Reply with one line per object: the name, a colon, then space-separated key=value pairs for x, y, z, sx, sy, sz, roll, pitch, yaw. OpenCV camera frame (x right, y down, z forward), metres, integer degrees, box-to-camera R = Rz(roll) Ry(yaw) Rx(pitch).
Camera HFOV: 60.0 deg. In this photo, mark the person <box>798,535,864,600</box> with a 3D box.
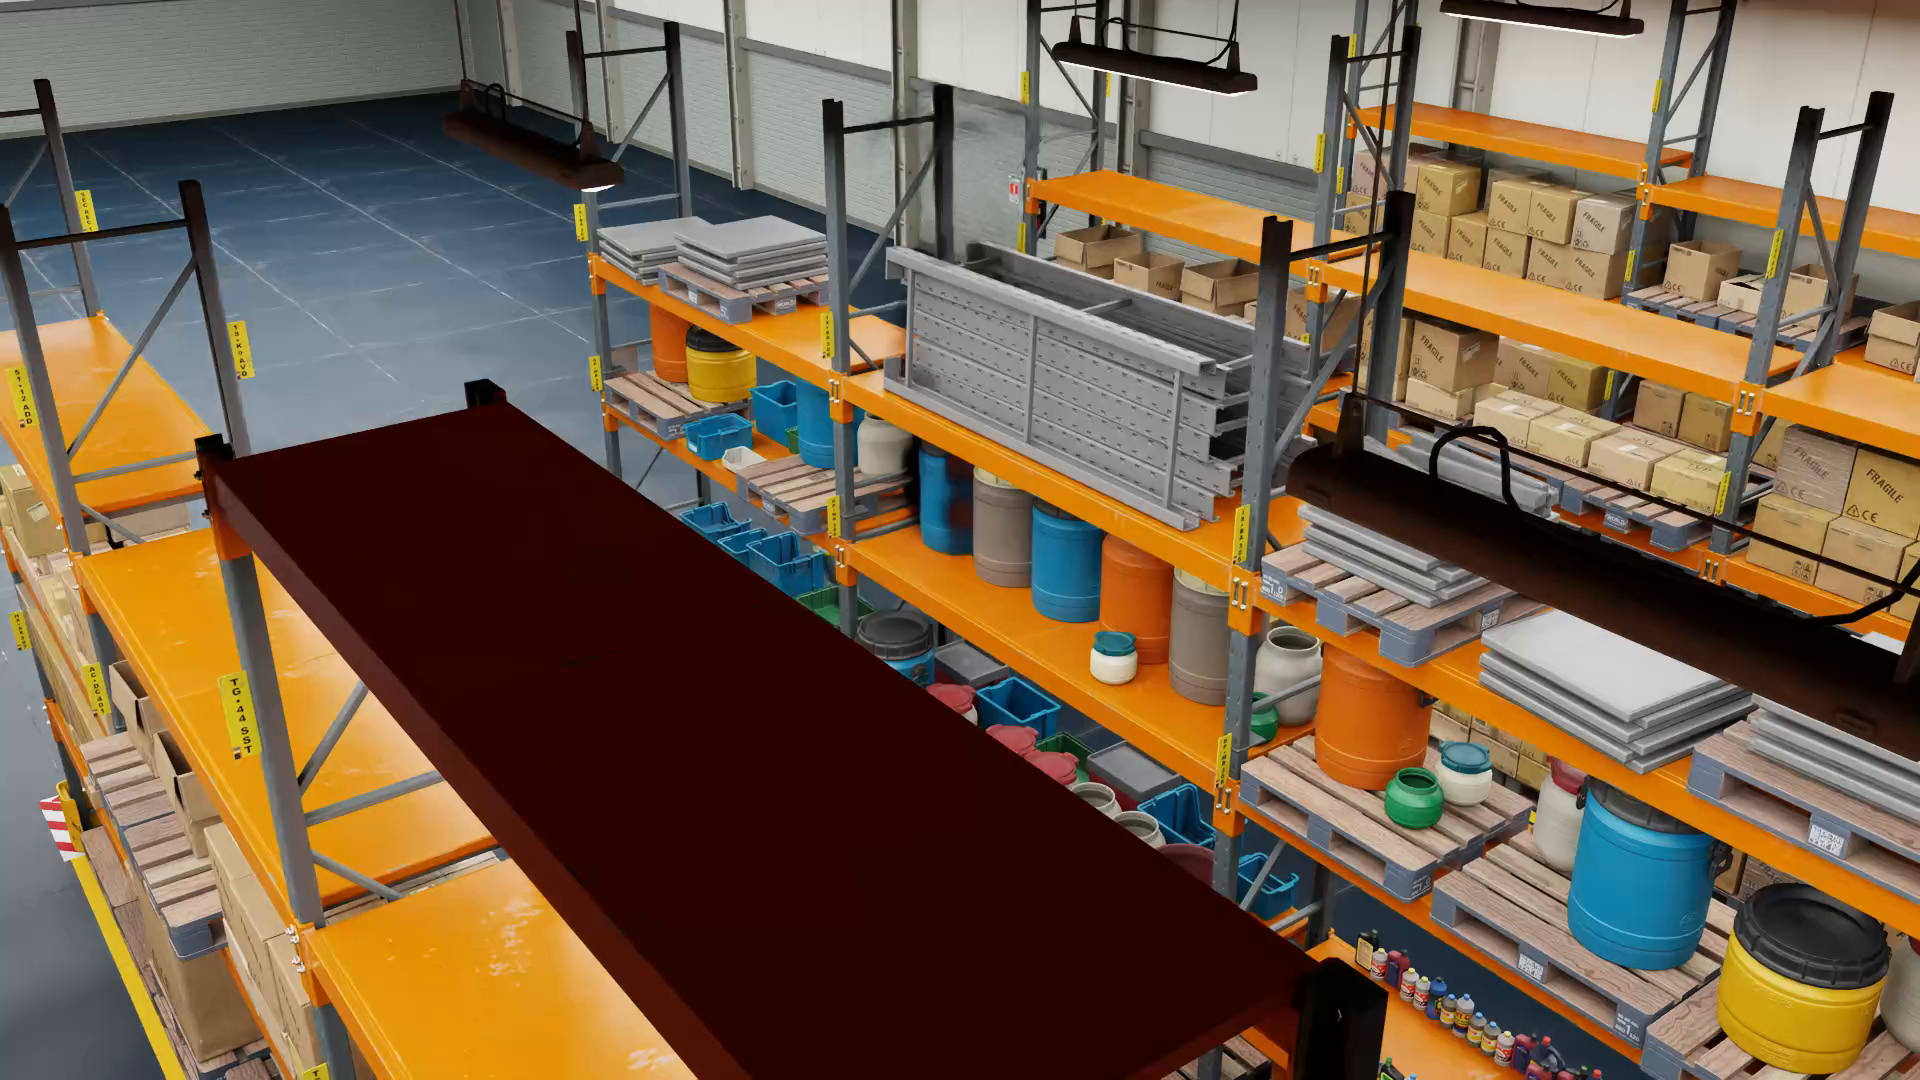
person: x=-1.292 y=0.115 z=16.690 sx=0.879 sy=1.801 sz=0.715 roll=21 pitch=32 yaw=37
